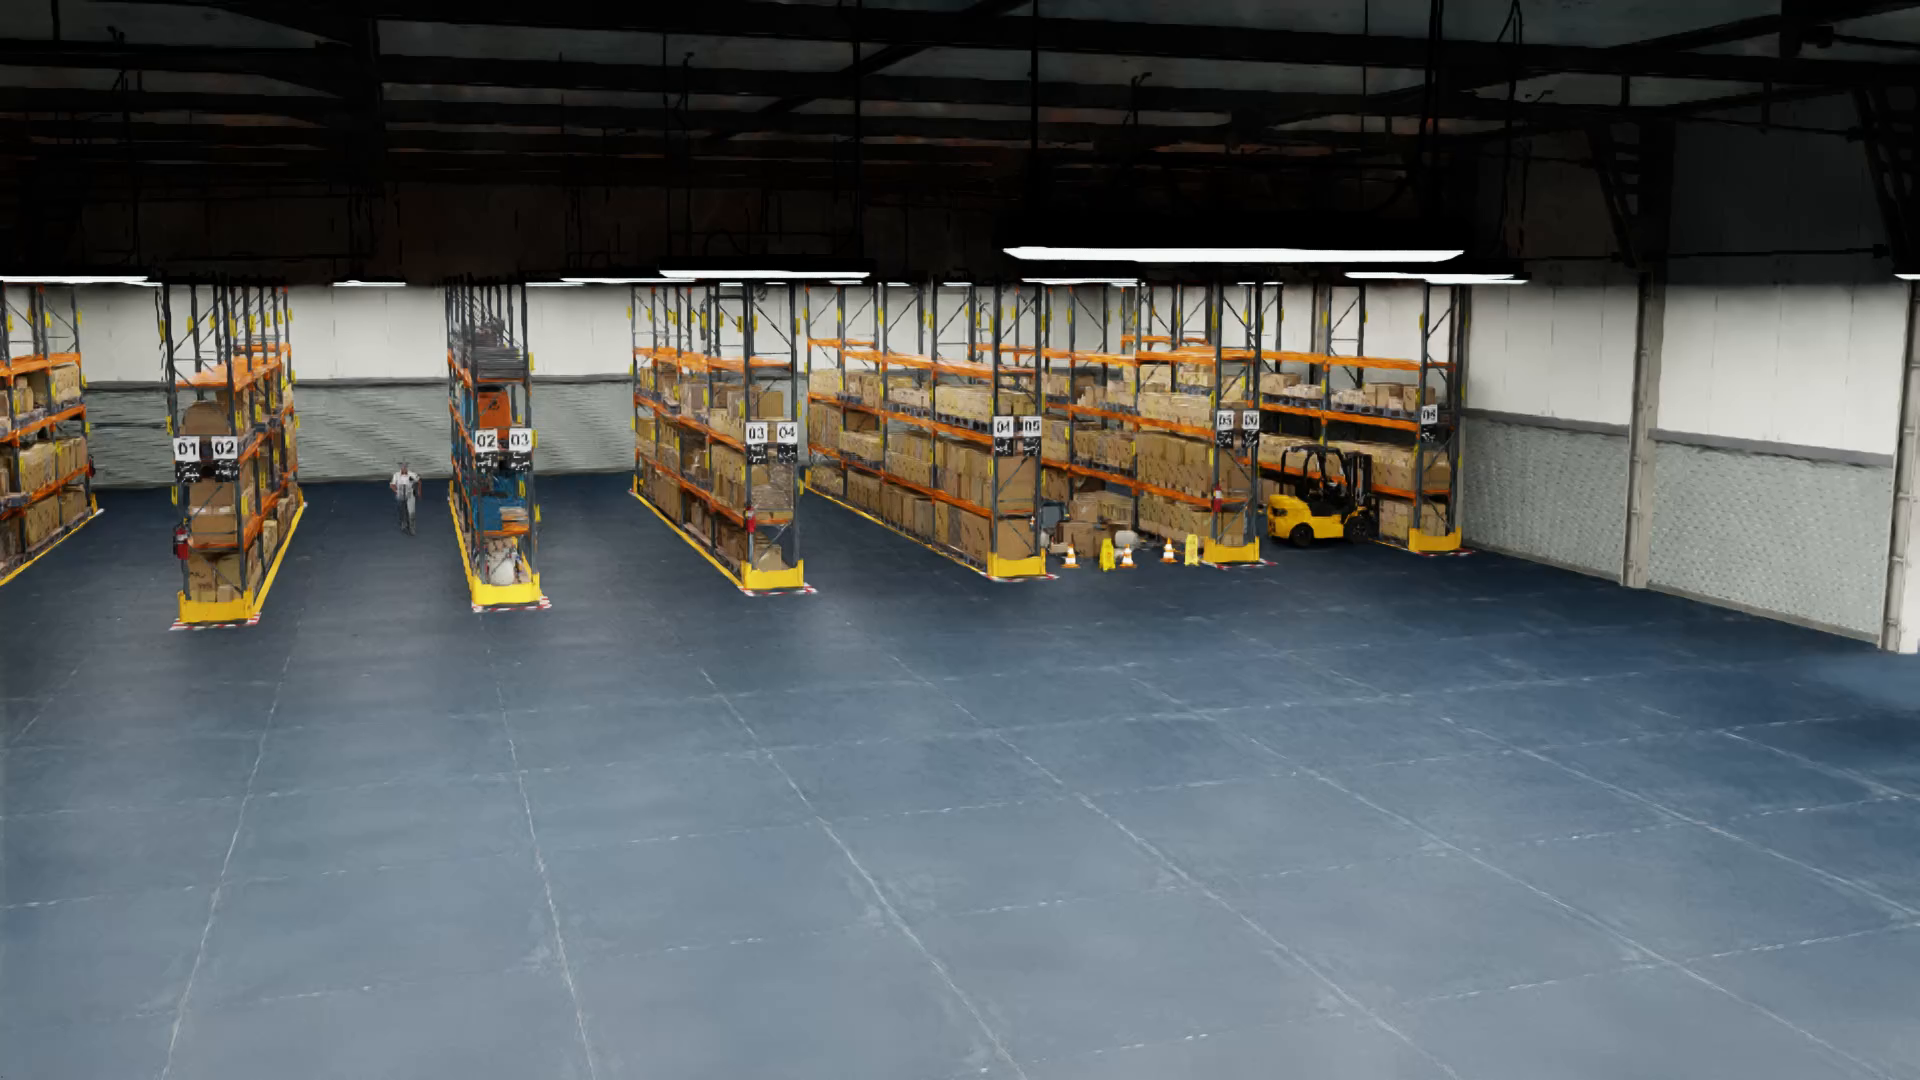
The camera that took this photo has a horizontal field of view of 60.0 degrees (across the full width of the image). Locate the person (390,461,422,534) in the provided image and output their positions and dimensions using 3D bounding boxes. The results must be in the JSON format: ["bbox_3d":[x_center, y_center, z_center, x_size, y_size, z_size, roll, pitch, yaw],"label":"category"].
[{"bbox_3d":[-13.079,-1.027,39.238,0.686,1.709,0.867,-2,9,-13],"label":"person"}]

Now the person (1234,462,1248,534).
[{"bbox_3d":[6.520,-1.002,39.086,0.544,1.667,0.572,2,9,13],"label":"person"}]

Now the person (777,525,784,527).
[{"bbox_3d":[-4.567,-1.121,40.164,0.497,1.583,1.090,-2,9,-16],"label":"person"}]

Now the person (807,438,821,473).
[{"bbox_3d":[-4.334,-2.579,49.661,0.506,1.662,0.569,5,10,30],"label":"person"}]
